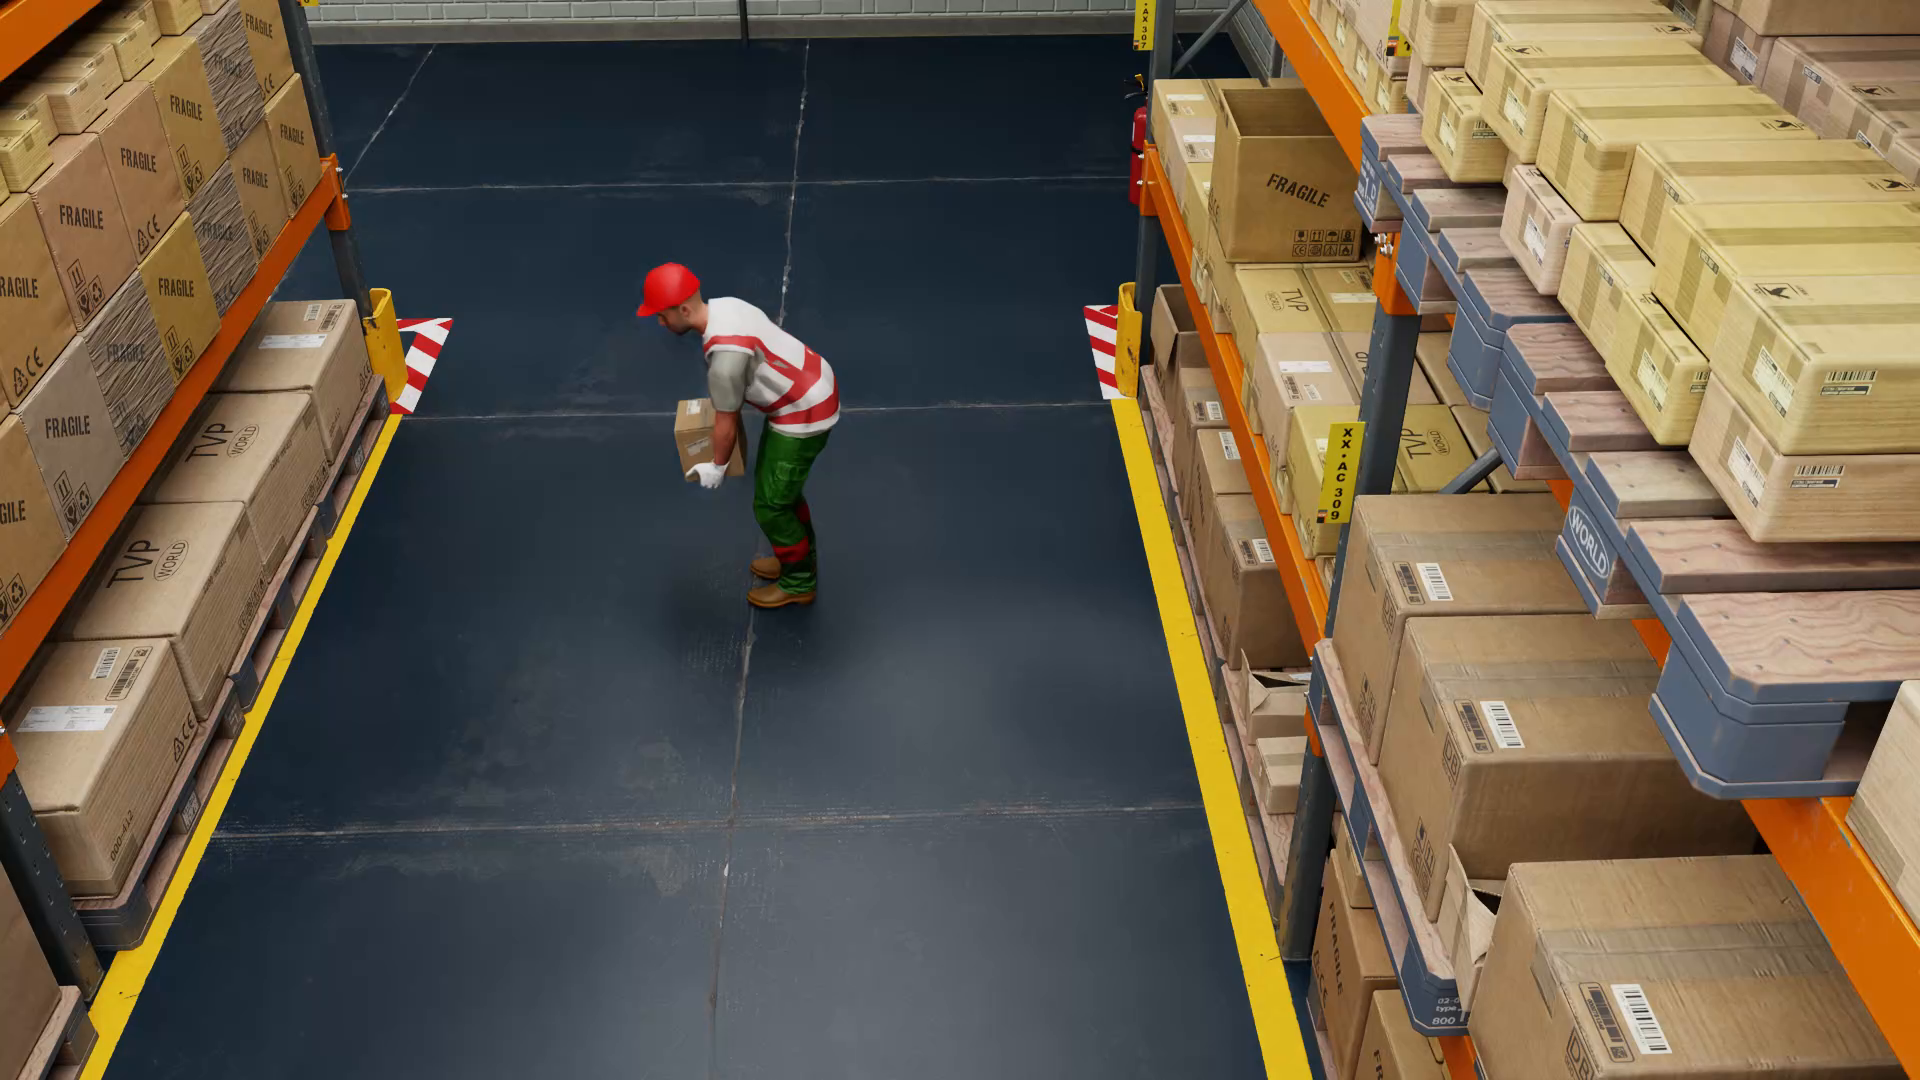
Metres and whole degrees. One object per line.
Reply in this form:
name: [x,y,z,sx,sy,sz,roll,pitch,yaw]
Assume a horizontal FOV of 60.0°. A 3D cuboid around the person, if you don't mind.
person: [-0.885,-0.434,6.923,0.782,1.583,0.487,-2,35,-4]
